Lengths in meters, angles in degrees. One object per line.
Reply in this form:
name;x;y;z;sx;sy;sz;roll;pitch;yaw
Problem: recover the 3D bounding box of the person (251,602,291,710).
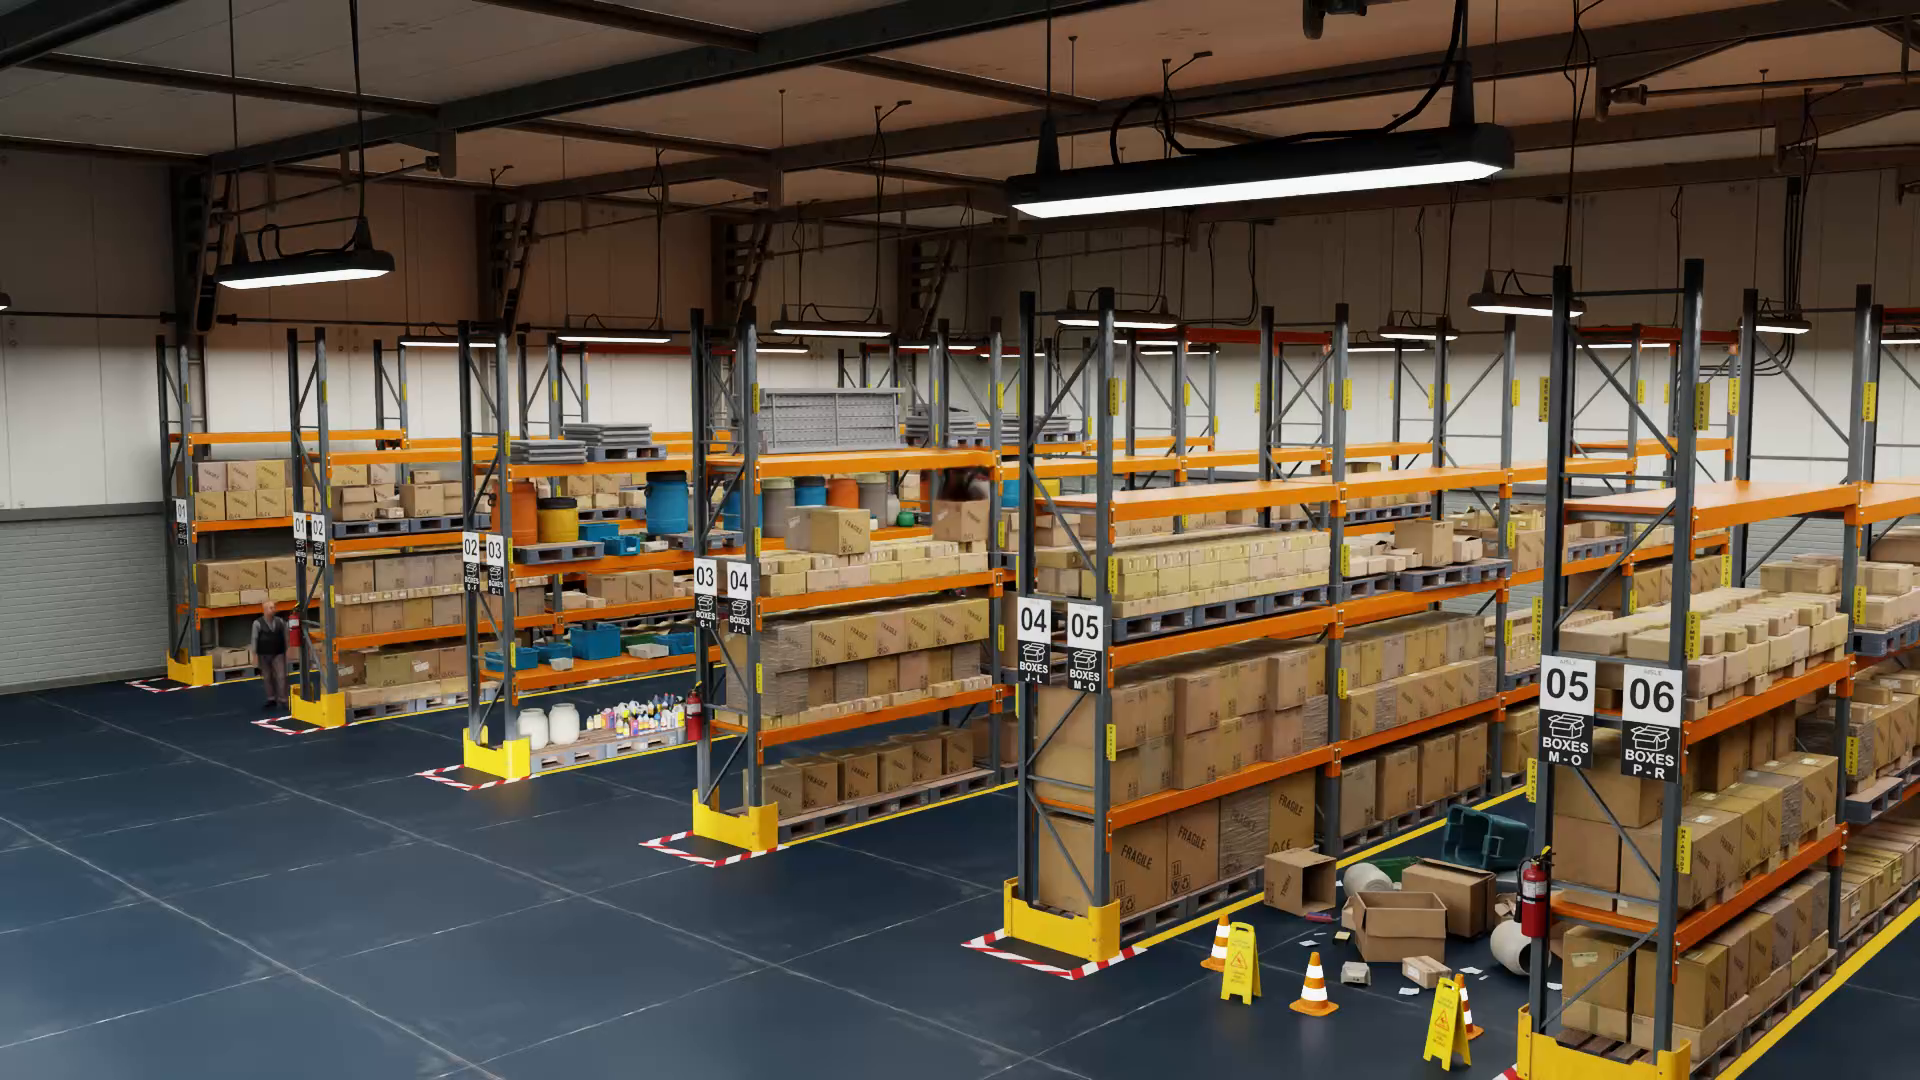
person;-10.953;1.837;26.433;0.573;1.715;0.624;-2;6;-23
